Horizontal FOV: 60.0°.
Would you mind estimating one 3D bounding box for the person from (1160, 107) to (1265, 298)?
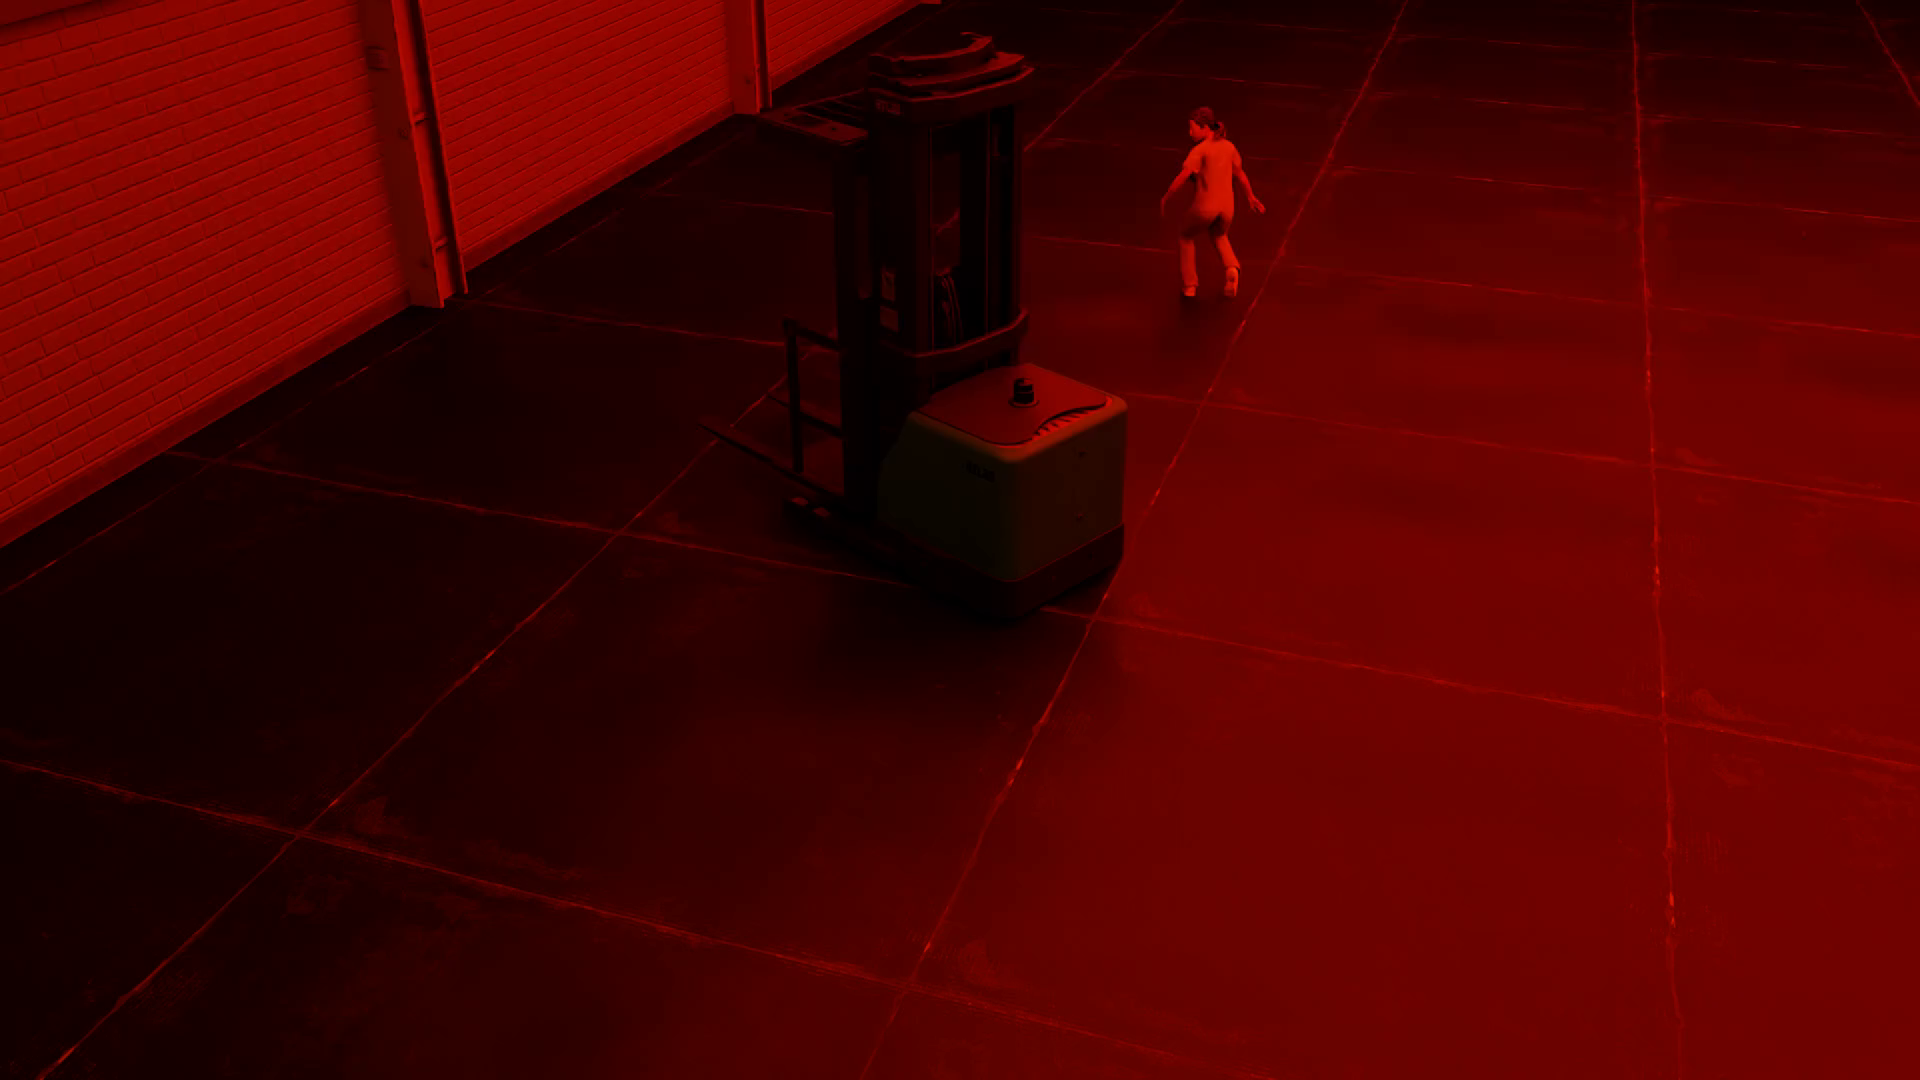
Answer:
[{"bbox_3d":[2.035,-2.674,13.281,0.847,1.504,0.526,-12,32,-19],"label":"person"}]

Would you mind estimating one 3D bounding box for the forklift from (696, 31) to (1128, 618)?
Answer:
[{"bbox_3d":[-0.446,-1.466,9.709,3.031,2.935,1.130,26,39,38],"label":"forklift"}]
